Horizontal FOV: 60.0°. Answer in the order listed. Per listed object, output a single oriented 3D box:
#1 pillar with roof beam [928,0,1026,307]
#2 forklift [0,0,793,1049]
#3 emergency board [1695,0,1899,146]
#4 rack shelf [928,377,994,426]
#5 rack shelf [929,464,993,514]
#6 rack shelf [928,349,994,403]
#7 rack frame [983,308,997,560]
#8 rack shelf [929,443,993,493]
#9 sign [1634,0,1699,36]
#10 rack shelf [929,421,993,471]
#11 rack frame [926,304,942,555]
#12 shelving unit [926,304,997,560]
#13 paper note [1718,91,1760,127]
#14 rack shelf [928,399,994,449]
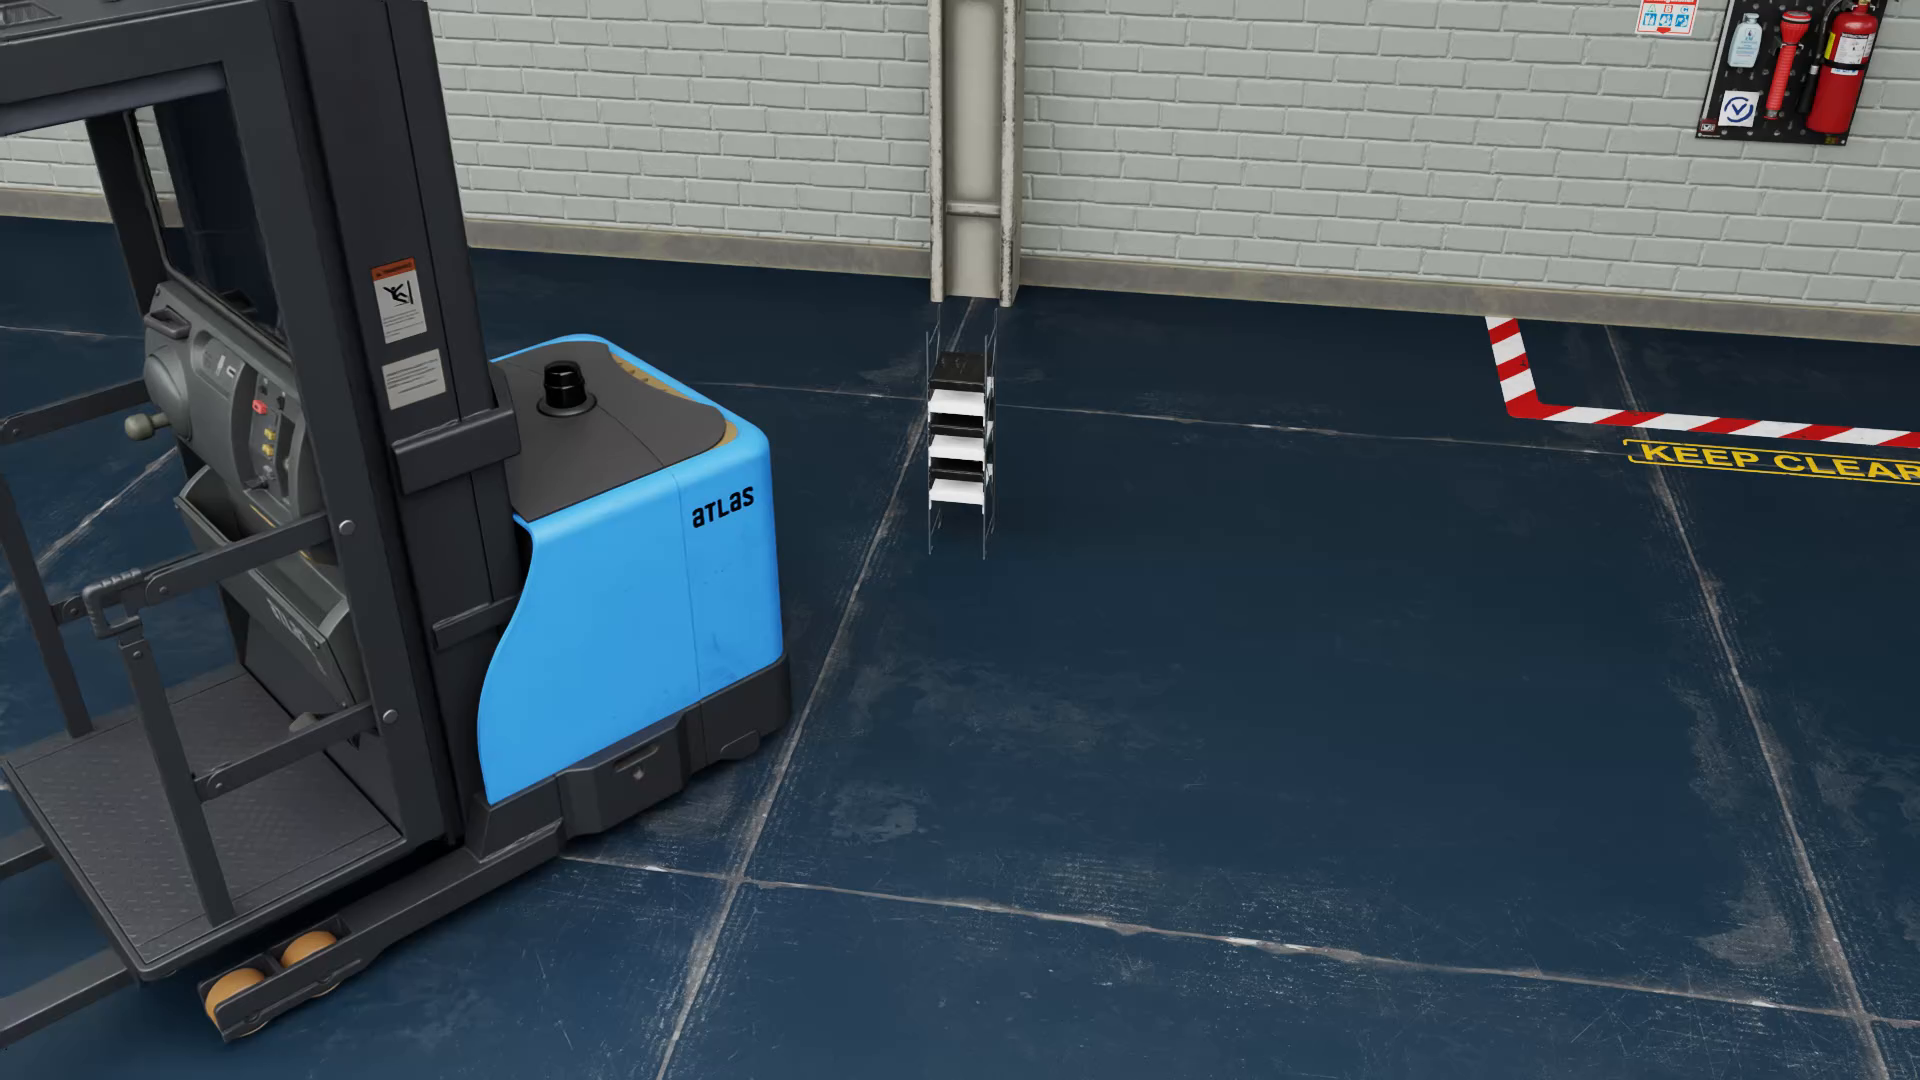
[{"bbox_3d":[-0.645,-2.790,2.226,0.400,9.000,9.100,5,32,8],"label":"pillar with roof beam"},{"bbox_3d":[-1.953,-0.295,3.958,3.031,2.935,1.130,-26,40,-35],"label":"forklift"},{"bbox_3d":[3.564,-2.204,6.944,0.643,1.169,0.194,5,32,8],"label":"emergency board"},{"bbox_3d":[0.008,-0.505,5.932,0.200,0.077,0.258,5,32,8],"label":"rack shelf"},{"bbox_3d":[0.008,-0.200,6.123,0.200,0.077,0.258,5,32,8],"label":"rack shelf"},{"bbox_3d":[0.008,-0.581,5.884,0.200,0.077,0.258,5,32,8],"label":"rack shelf"},{"bbox_3d":[0.108,-0.372,5.996,0.006,0.900,0.240,5,32,8],"label":"rack frame"},{"bbox_3d":[0.008,-0.276,6.076,0.200,0.077,0.258,5,32,8],"label":"rack shelf"},{"bbox_3d":[3.036,-2.322,7.099,0.234,0.329,0.001,5,32,8],"label":"sign"},{"bbox_3d":[0.008,-0.352,6.028,0.200,0.077,0.258,5,32,8],"label":"rack shelf"},{"bbox_3d":[-0.092,-0.390,6.025,0.006,0.900,0.240,5,32,8],"label":"rack frame"},{"bbox_3d":[0.008,-0.381,6.010,0.210,0.900,0.258,5,32,8],"label":"shelving unit"},{"bbox_3d":[3.401,-1.882,7.260,0.142,0.148,0.016,5,32,8],"label":"paper note"},{"bbox_3d":[0.008,-0.429,5.980,0.200,0.077,0.258,5,32,8],"label":"rack shelf"}]
